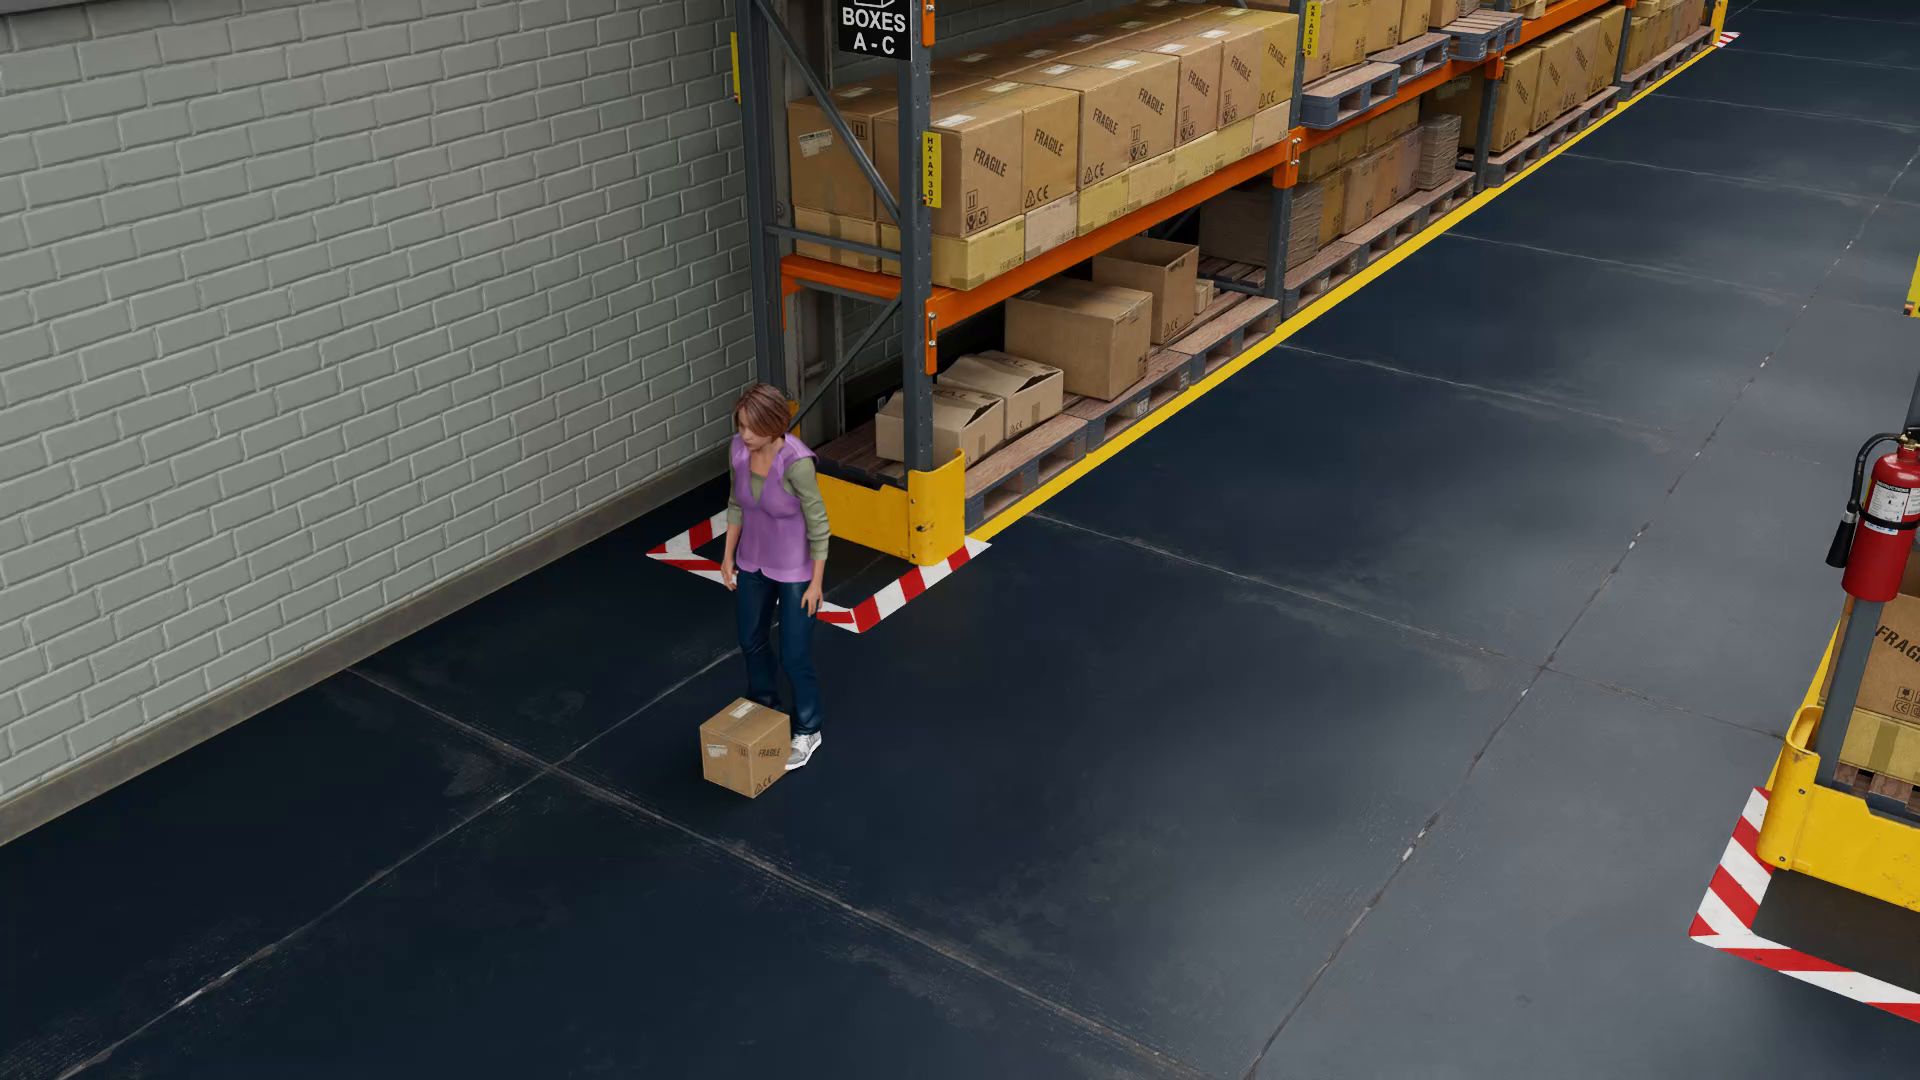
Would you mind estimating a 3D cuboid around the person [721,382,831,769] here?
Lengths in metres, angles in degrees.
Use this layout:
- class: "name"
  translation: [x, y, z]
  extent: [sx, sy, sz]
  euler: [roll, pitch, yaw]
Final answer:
- class: "person"
  translation: [-0.706, 0.125, 6.387]
  extent: [0.483, 1.594, 0.340]
  euler: [16, 31, 28]
